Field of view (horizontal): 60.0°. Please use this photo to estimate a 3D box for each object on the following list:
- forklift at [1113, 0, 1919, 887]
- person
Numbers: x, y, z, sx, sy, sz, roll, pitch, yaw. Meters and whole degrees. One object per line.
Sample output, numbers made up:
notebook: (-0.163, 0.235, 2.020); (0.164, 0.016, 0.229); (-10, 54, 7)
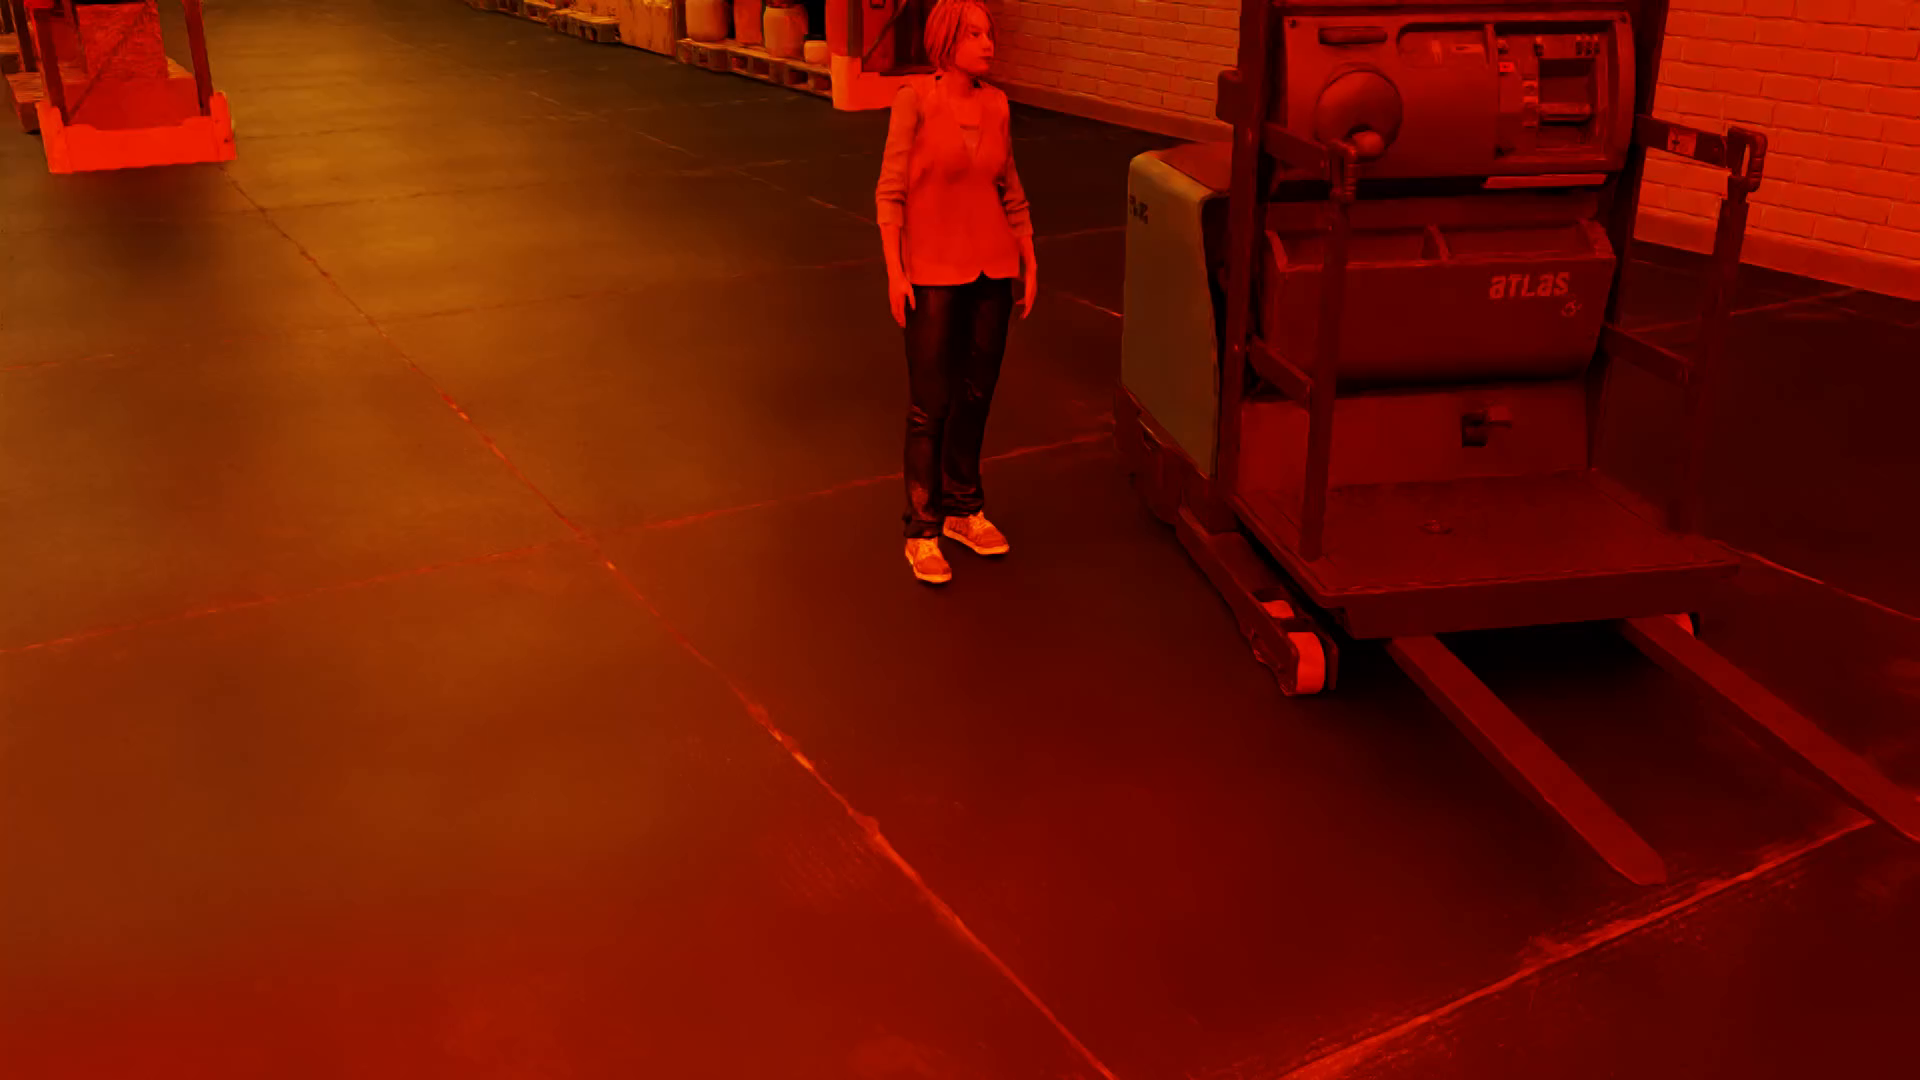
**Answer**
forklift: (1.295, -1.111, 3.981); (1.130, 2.935, 3.031); (-4, 23, -9)
person: (0.025, -0.718, 4.763); (0.520, 1.597, 0.474); (-12, 25, -28)
